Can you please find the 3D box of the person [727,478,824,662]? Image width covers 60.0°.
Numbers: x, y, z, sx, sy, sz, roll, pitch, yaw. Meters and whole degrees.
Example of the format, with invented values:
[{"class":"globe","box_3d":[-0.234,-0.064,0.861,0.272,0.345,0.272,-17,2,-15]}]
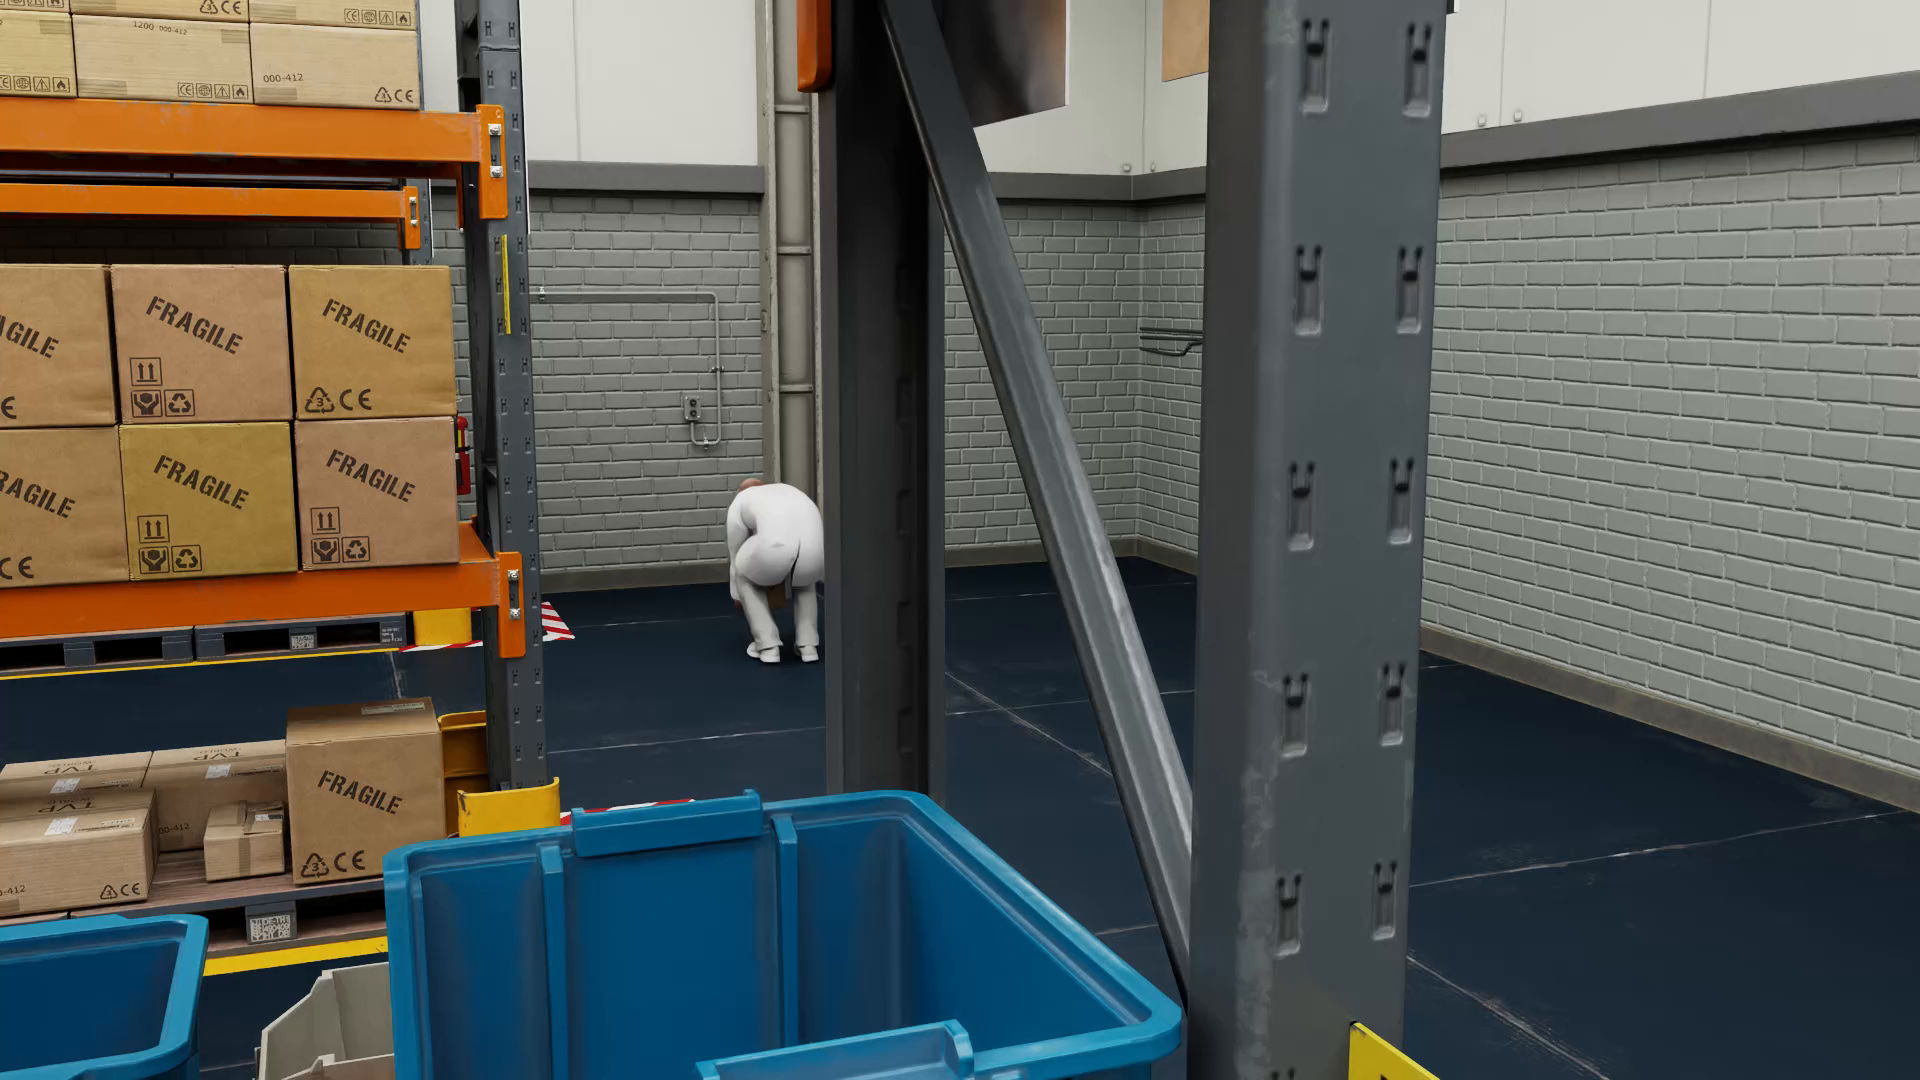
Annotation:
[{"class":"person","box_3d":[-1.123,0.180,10.133,0.585,1.048,0.942,-4,10,-24]}]
